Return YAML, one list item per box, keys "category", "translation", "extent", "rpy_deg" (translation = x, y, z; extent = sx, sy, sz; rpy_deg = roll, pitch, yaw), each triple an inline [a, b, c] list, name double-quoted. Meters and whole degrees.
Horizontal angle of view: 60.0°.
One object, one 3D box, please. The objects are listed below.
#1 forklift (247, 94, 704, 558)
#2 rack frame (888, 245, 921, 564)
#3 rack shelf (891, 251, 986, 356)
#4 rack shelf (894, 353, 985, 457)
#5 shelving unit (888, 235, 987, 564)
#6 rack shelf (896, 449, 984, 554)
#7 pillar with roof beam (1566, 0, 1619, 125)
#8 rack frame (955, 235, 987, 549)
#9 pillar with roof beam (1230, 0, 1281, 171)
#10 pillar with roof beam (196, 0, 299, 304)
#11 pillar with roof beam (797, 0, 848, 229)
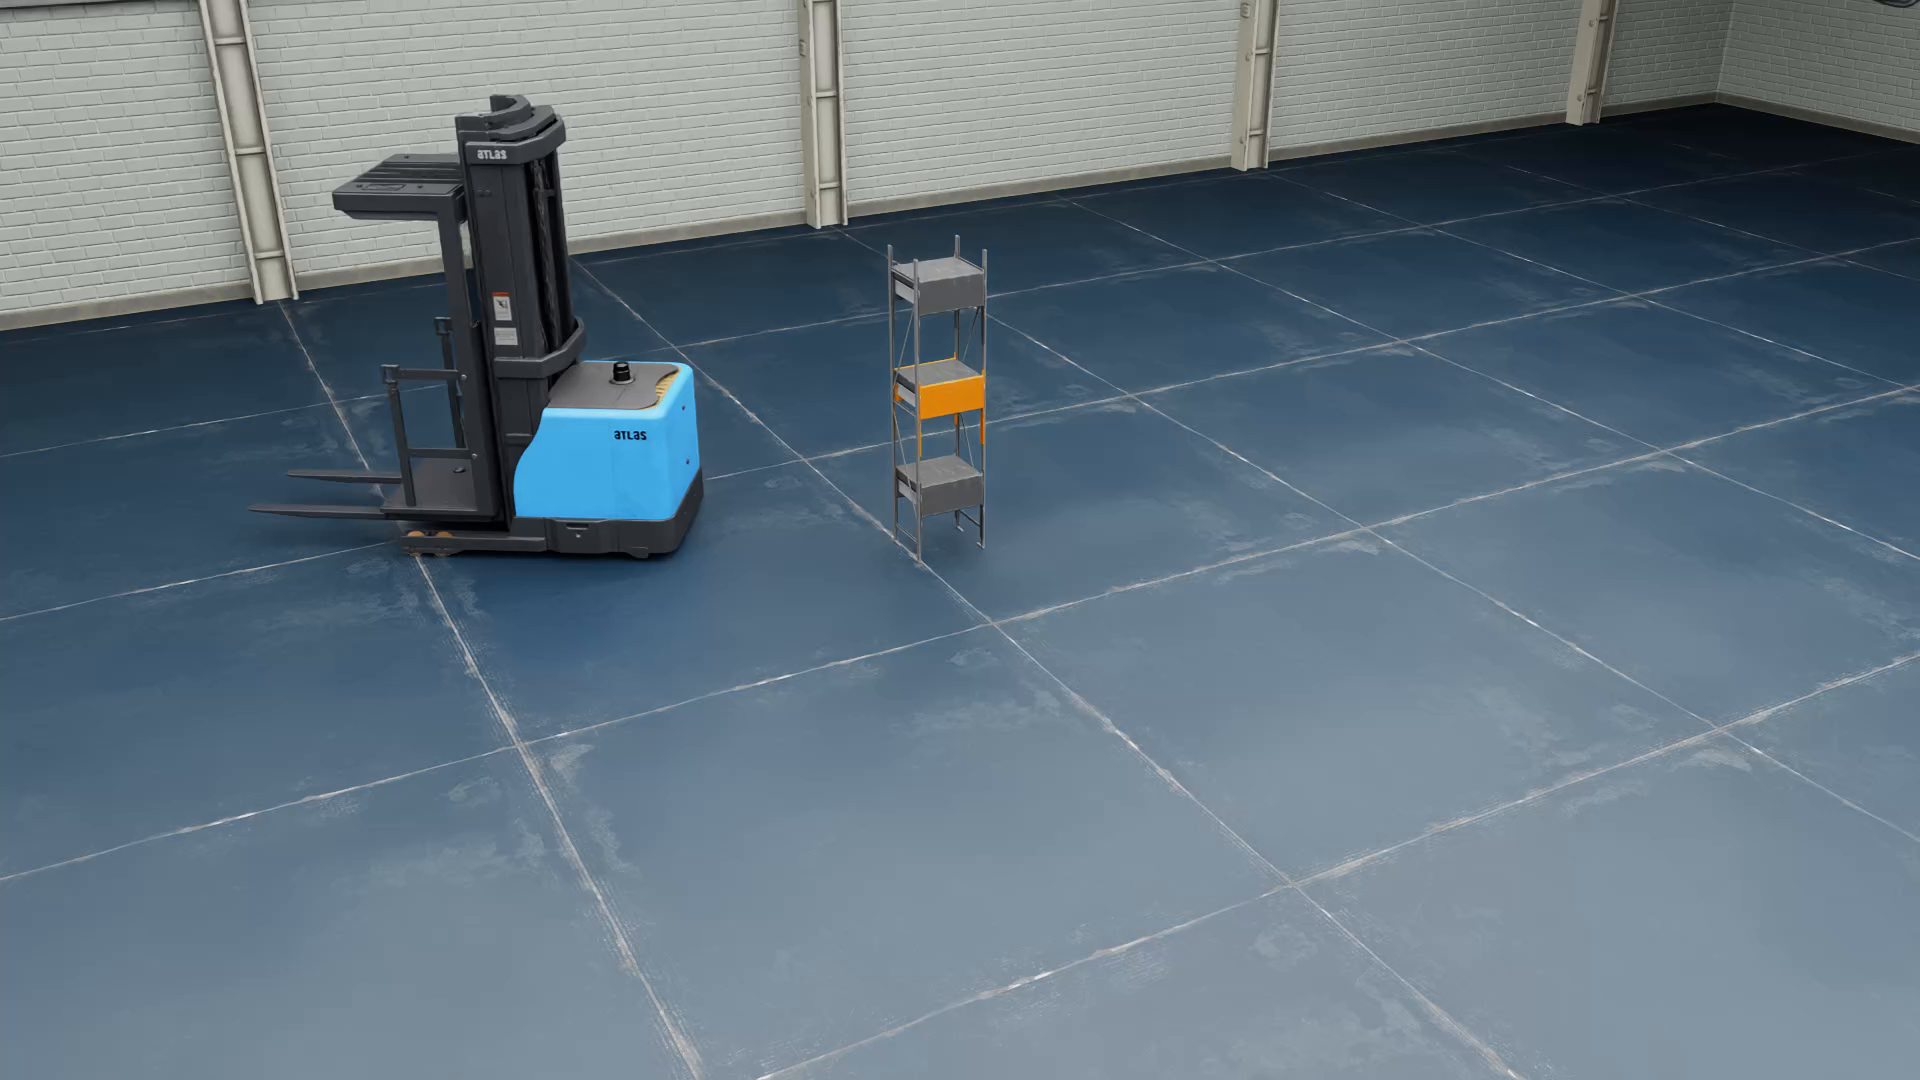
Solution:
- category: "forklift"
  translation: [-3.396, -1.433, 11.151]
  extent: [3.031, 2.935, 1.130]
  rpy_deg: [2, 26, 3]
- category: "rack frame"
  translation: [-0.361, -0.863, 10.924]
  extent: [0.015, 2.100, 0.400]
  rpy_deg: [-13, 29, -25]
- category: "rack shelf"
  translation: [-0.146, -1.532, 10.730]
  extent: [0.480, 0.518, 0.431]
  rpy_deg: [-13, 29, -25]
- category: "rack shelf"
  translation: [-0.146, -0.901, 11.033]
  extent: [0.480, 0.518, 0.431]
  rpy_deg: [-13, 29, -25]
- category: "shelving unit"
  translation: [-0.146, -0.913, 11.027]
  extent: [0.503, 2.100, 0.431]
  rpy_deg: [-13, 29, -25]
- category: "rack shelf"
  translation: [-0.146, -0.270, 11.336]
  extent: [0.480, 0.518, 0.431]
  rpy_deg: [-13, 29, -25]
- category: "pillar with roof beam"
  translation: [11.082, -8.499, 18.857]
  extent: [0.400, 9.000, 9.100]
  rpy_deg: [-13, 29, -25]
- category: "rack frame"
  translation: [0.069, -0.963, 11.131]
  extent: [0.015, 2.100, 0.400]
  rpy_deg: [-13, 29, -25]
- category: "pillar with roof beam"
  translation: [5.788, -7.277, 16.312]
  extent: [0.400, 9.000, 9.100]
  rpy_deg: [-13, 29, -25]
- category: "pillar with roof beam"
  translation: [-4.800, -4.833, 11.221]
  extent: [0.400, 9.000, 9.100]
  rpy_deg: [-13, 29, -25]
- category: "pillar with roof beam"
  translation: [0.494, -6.055, 13.767]
  extent: [0.400, 9.000, 9.100]
  rpy_deg: [-13, 29, -25]
